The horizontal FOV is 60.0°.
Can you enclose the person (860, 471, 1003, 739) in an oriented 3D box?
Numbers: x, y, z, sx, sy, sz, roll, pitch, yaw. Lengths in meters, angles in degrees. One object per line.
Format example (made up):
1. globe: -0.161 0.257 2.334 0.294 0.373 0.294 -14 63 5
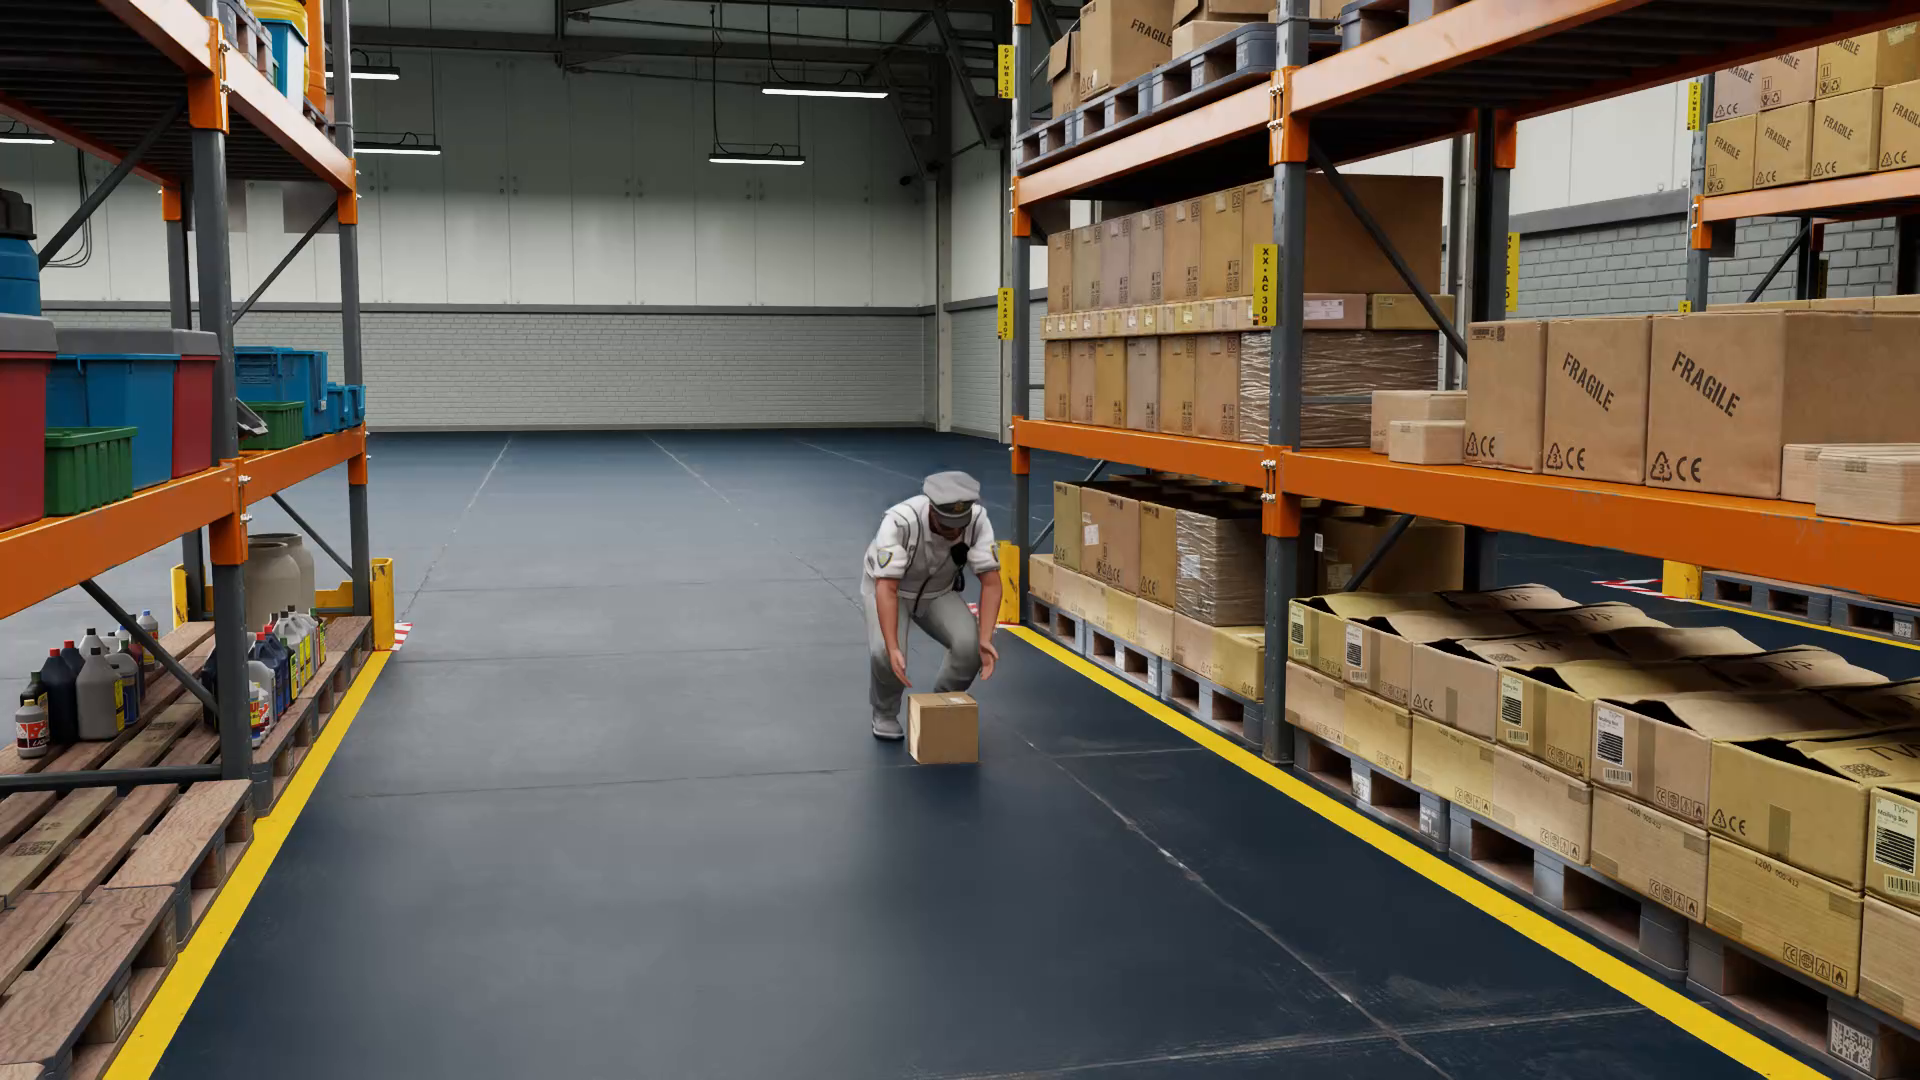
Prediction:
1. person: -0.129 0.282 7.369 0.576 1.205 0.900 -1 6 -14
